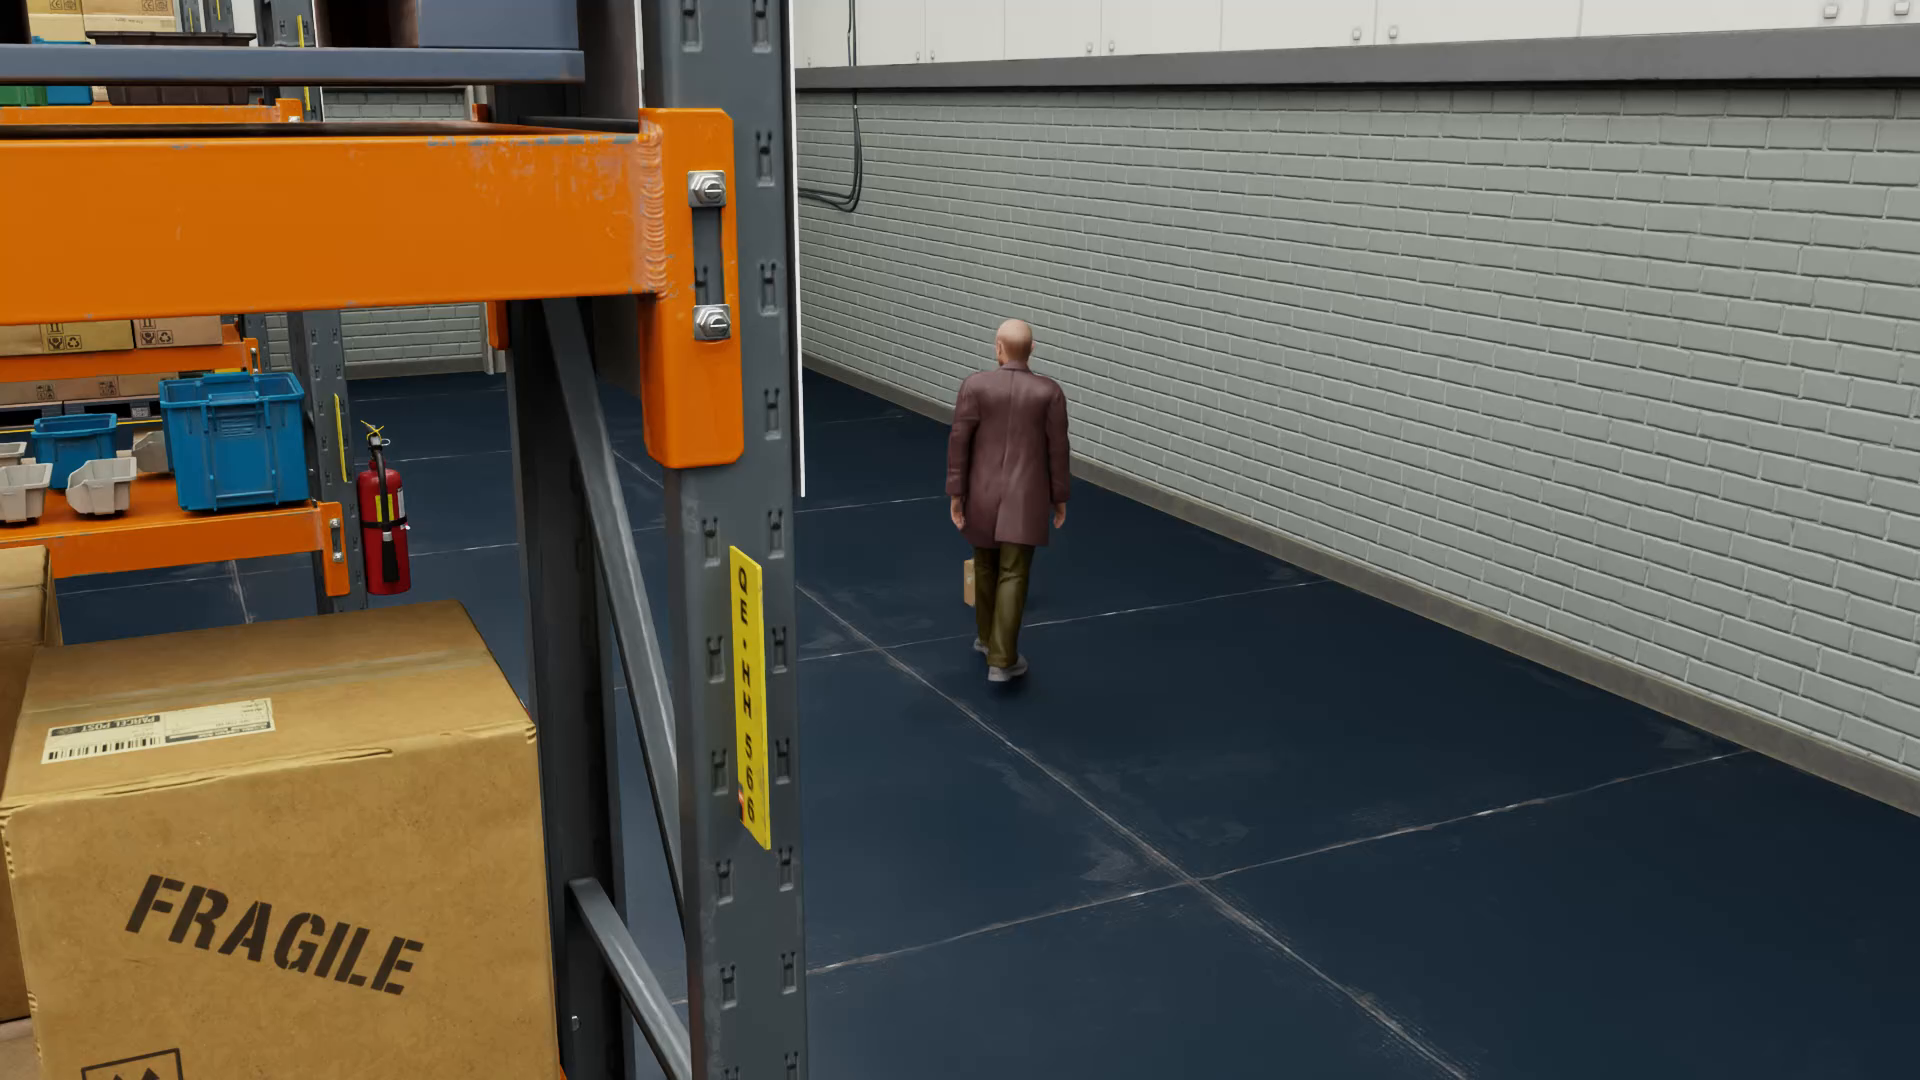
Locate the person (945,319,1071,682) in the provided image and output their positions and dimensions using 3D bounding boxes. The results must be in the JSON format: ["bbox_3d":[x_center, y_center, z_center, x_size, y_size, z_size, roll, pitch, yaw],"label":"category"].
[{"bbox_3d":[0.242,-0.200,8.281,0.599,1.791,0.801,3,15,11],"label":"person"}]
